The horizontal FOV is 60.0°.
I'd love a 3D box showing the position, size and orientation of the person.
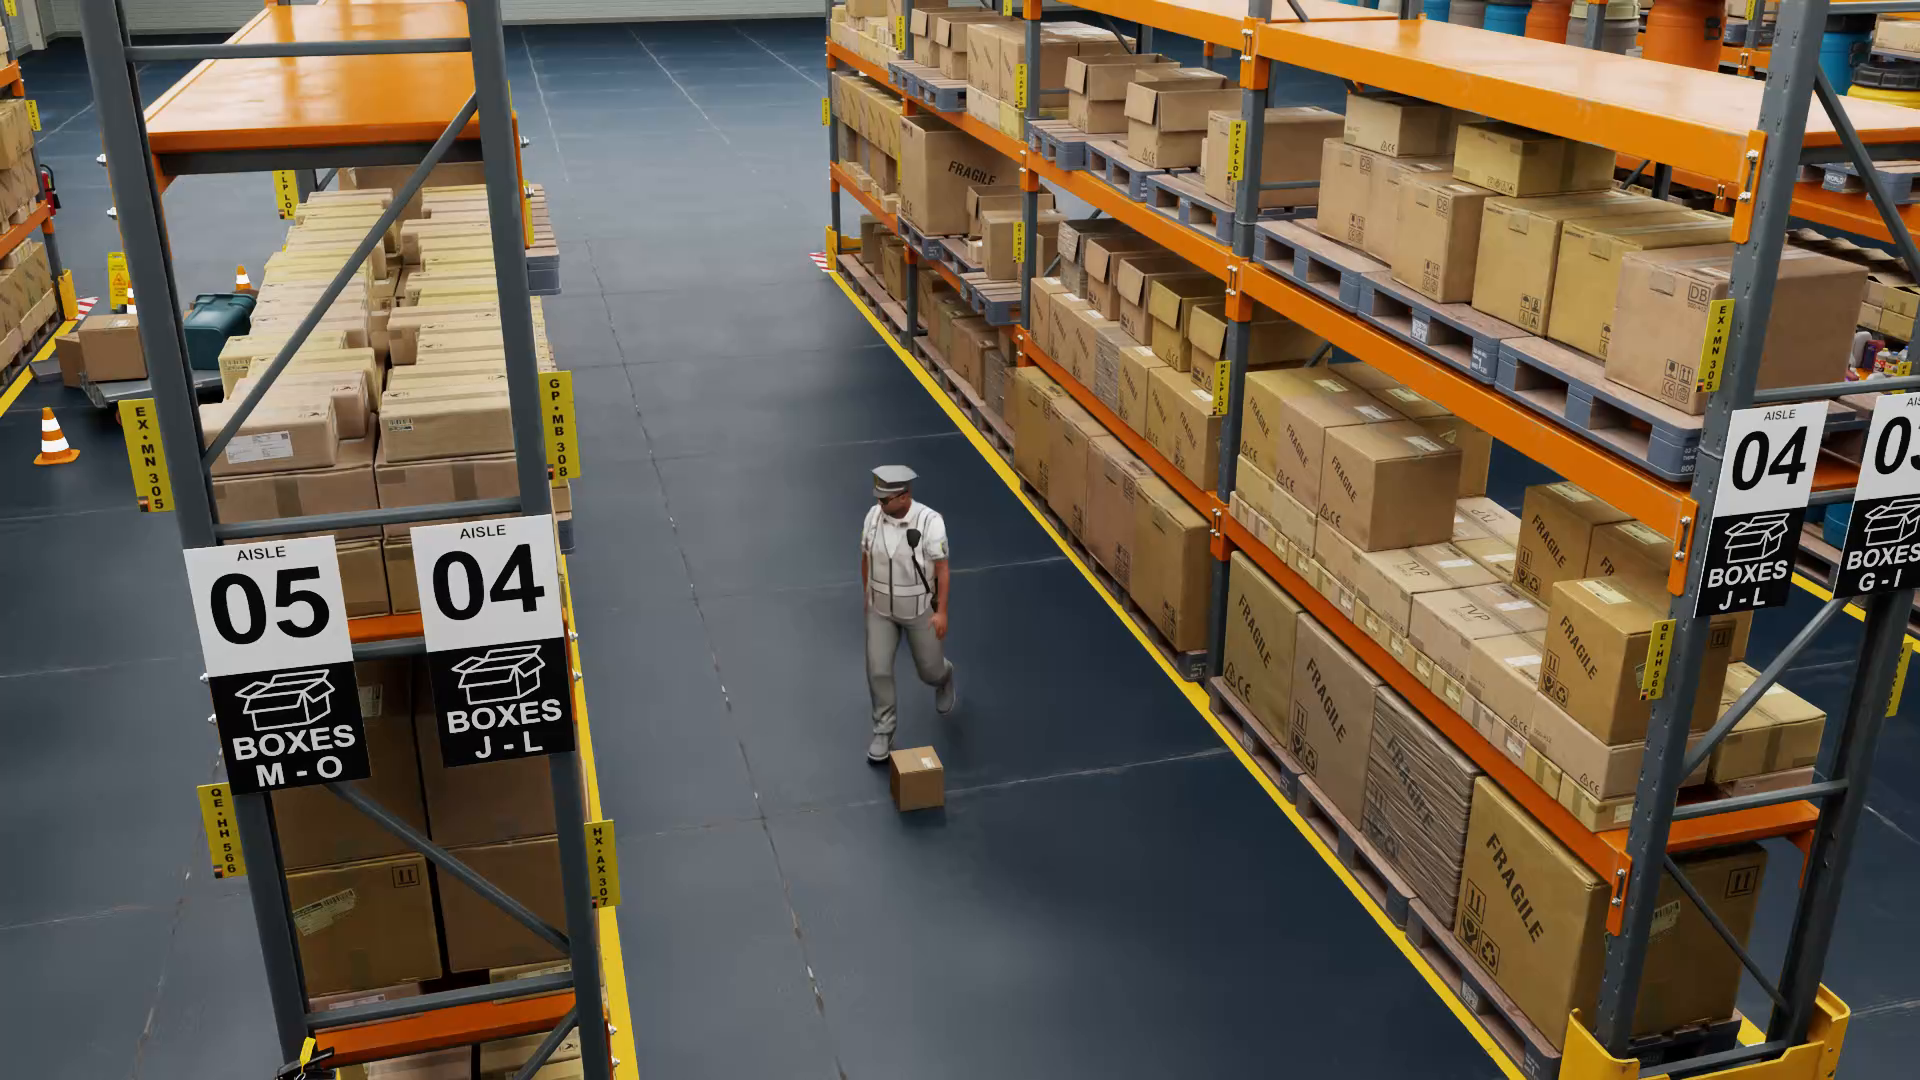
[{"bbox_3d":[-0.322,0.373,9.751,0.554,1.726,0.812,7,24,15],"label":"person"}]
